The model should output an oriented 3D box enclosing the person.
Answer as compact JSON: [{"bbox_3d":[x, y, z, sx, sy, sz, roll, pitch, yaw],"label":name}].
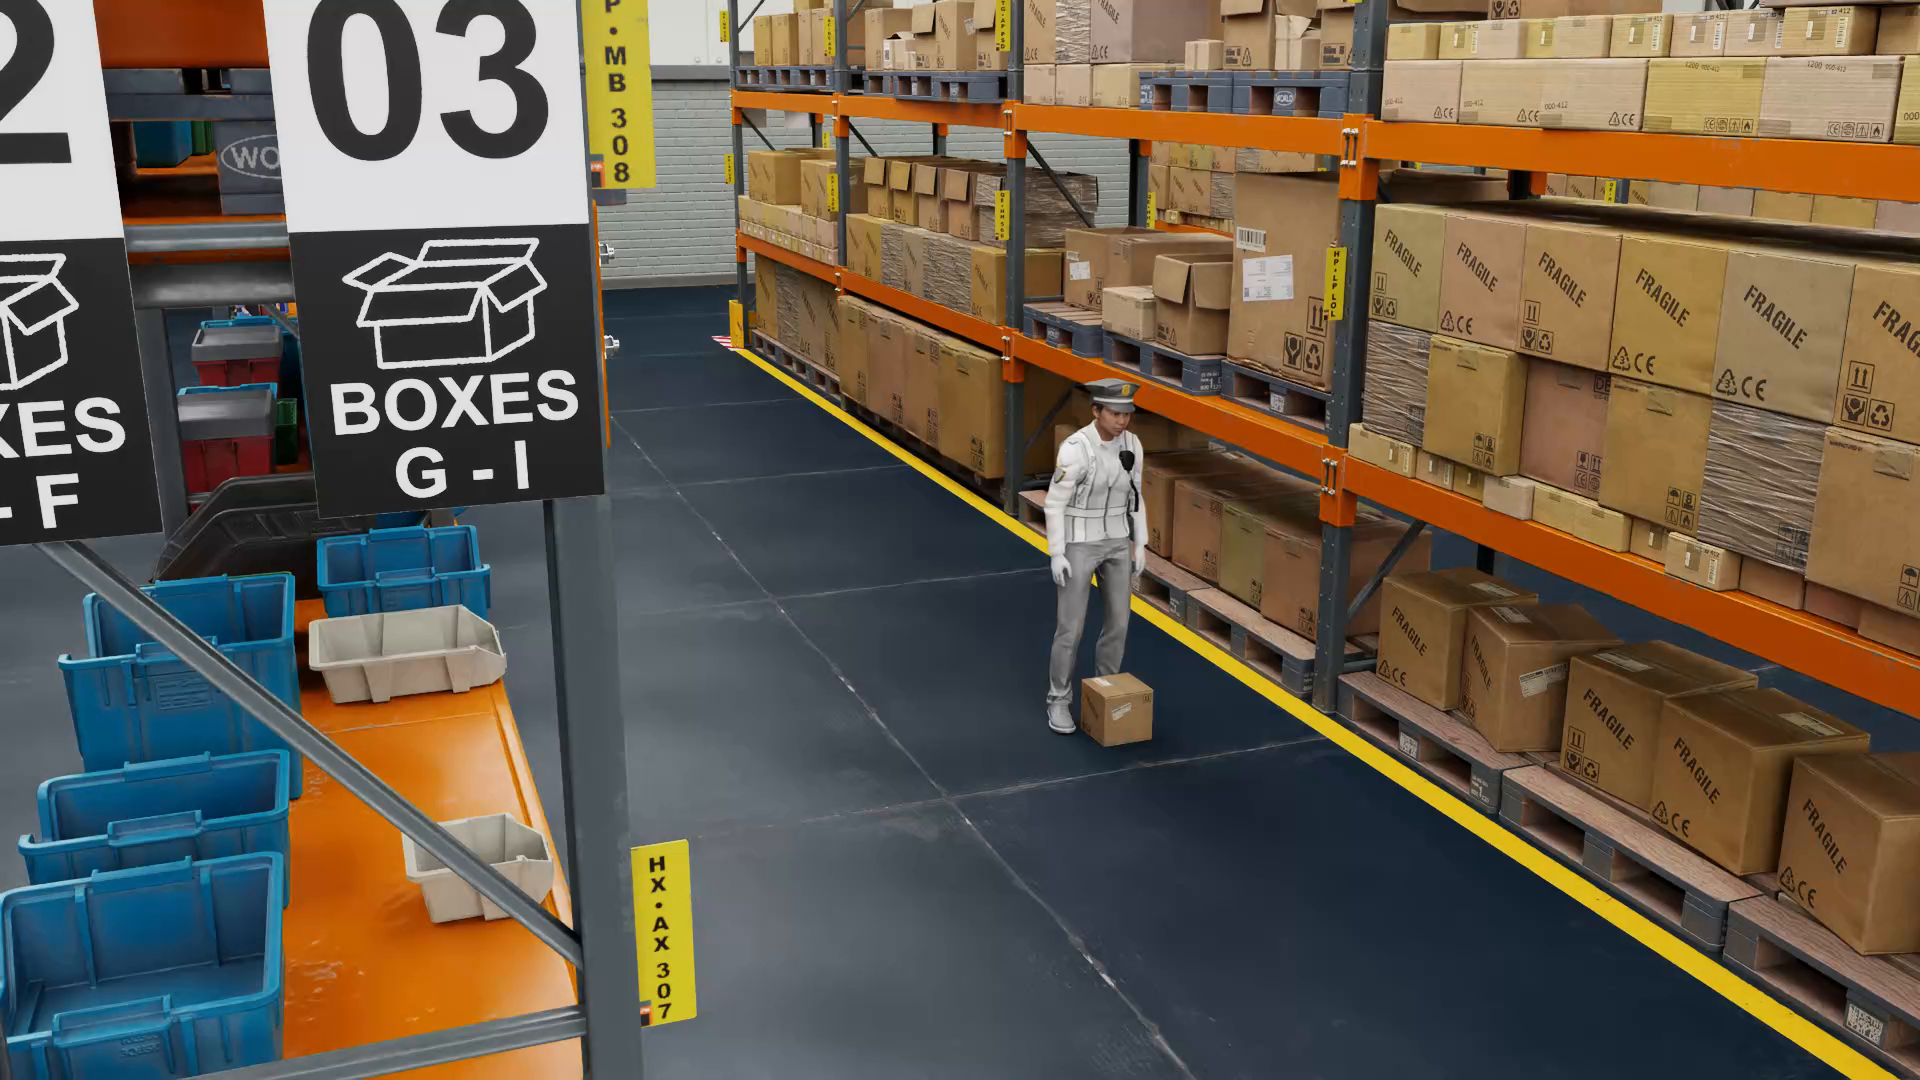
[{"bbox_3d":[0.649,0.053,7.828,0.547,1.665,0.373,-7,17,-23],"label":"person"}]
